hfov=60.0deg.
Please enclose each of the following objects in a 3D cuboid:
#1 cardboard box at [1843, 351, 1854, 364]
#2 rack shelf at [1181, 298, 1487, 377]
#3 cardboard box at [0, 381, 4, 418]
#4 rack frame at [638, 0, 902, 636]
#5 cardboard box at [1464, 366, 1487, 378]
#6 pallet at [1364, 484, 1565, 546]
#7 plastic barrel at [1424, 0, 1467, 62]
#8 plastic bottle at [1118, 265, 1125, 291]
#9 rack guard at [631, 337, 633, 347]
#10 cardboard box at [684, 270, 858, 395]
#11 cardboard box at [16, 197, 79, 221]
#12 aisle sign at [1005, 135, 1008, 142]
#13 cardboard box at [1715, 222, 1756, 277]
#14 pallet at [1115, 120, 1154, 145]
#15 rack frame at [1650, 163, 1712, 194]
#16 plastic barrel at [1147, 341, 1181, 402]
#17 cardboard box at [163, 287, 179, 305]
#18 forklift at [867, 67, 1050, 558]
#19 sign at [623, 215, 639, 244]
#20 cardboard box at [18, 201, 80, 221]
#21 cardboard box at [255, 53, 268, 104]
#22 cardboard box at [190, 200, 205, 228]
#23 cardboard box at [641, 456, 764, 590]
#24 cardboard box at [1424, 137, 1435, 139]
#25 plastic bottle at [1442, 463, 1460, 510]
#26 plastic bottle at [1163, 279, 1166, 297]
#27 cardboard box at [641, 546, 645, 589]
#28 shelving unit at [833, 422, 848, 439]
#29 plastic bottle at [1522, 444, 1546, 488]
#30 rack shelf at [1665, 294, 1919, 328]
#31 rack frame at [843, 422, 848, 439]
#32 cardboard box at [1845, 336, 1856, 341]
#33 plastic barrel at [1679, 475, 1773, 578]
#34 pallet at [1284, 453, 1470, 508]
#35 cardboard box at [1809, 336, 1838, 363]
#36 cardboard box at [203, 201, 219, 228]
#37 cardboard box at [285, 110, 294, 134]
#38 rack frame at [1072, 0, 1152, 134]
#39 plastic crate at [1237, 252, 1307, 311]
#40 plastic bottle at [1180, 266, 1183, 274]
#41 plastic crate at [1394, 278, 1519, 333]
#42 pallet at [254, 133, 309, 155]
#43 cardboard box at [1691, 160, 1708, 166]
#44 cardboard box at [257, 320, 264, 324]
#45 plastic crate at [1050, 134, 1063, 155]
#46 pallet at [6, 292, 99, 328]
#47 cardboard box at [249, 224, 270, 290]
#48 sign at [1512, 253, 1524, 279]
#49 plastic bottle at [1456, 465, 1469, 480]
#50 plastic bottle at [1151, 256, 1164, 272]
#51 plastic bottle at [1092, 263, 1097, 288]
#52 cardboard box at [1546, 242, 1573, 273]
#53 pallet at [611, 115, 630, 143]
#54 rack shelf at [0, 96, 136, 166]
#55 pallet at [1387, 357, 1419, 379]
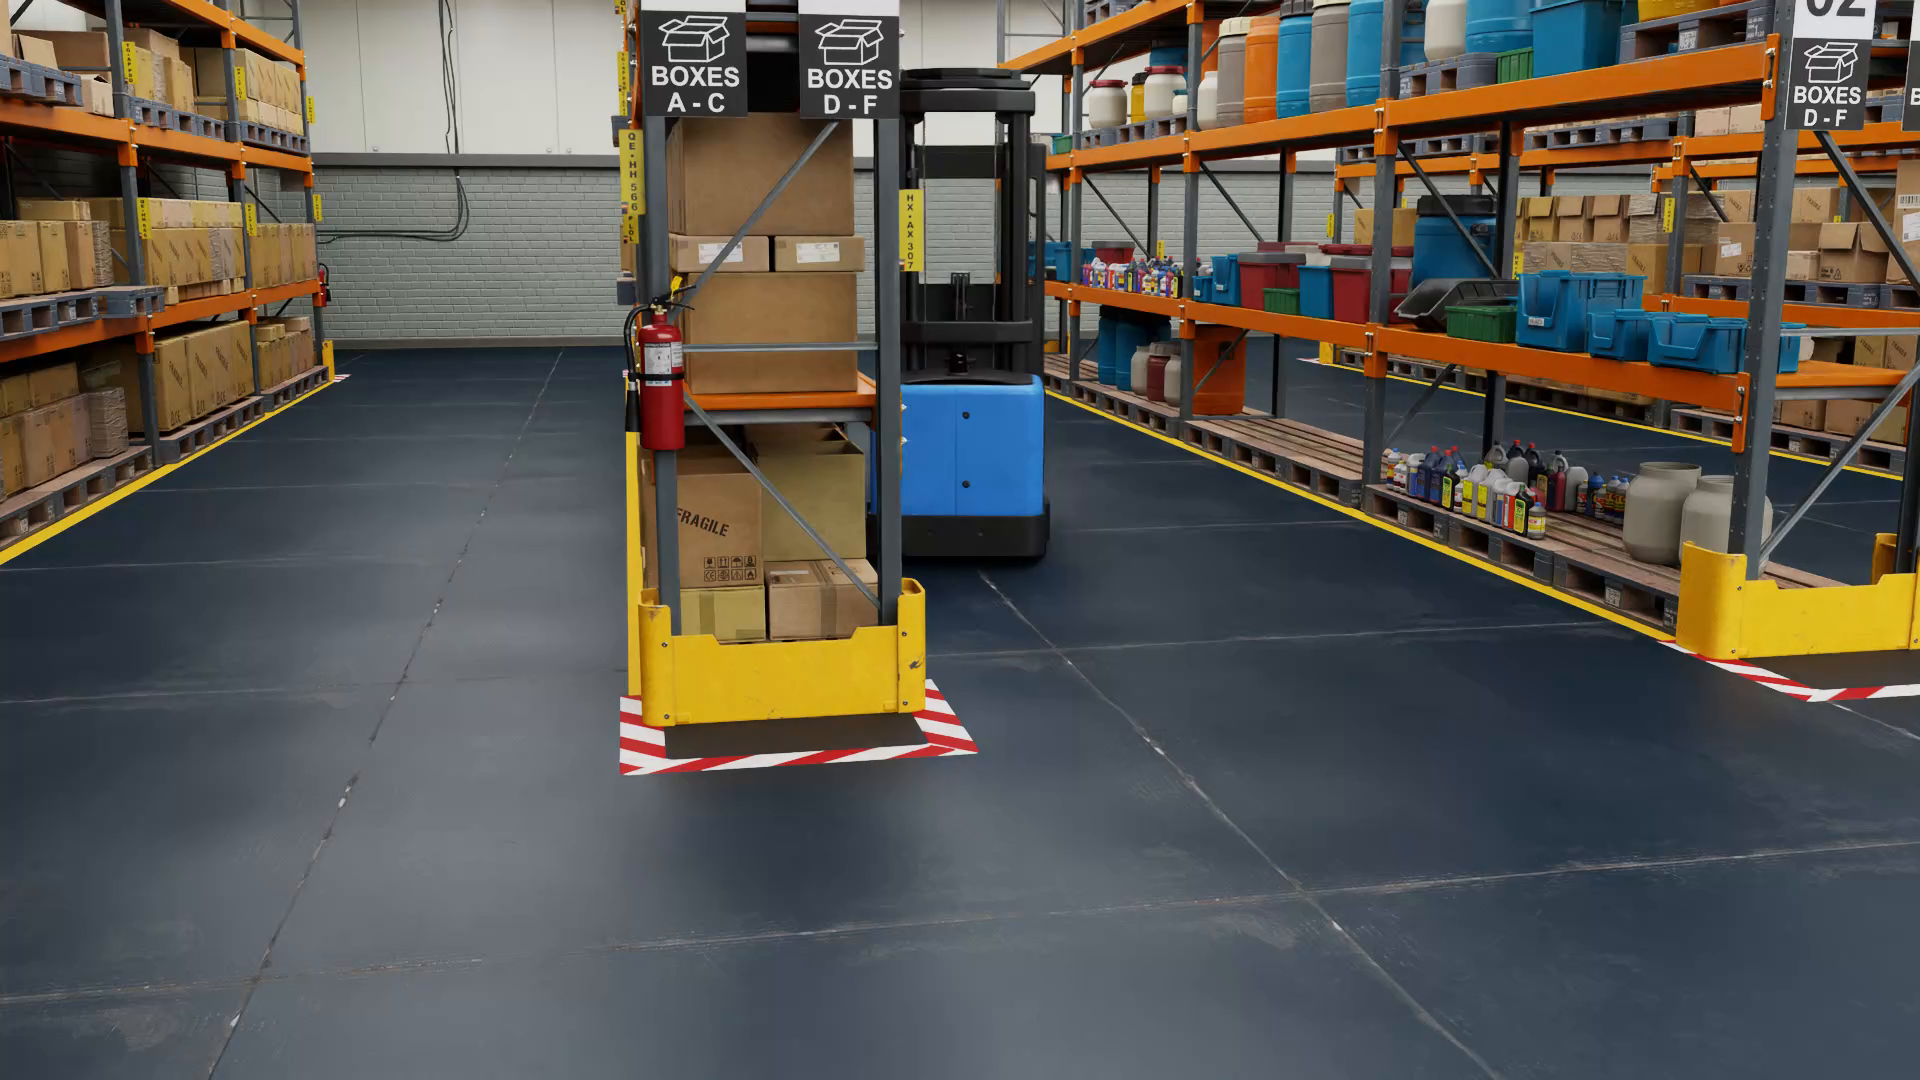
[{"bbox_3d":[11.768,-2.380,21.680,0.380,0.149,0.250,-3,11,-13],"label":"cardboard box"},{"bbox_3d":[2.947,-1.700,13.529,1.077,0.370,4.000,-2,11,-11],"label":"rack shelf"},{"bbox_3d":[-6.630,-0.898,10.894,0.500,0.250,0.500,-2,11,-12],"label":"cardboard box"},{"bbox_3d":[-0.745,-0.773,6.738,1.000,3.000,0.127,-2,11,-11],"label":"rack frame"},{"bbox_3d":[6.783,-2.380,19.737,1.225,0.875,0.875,-2,11,-11],"label":"cardboard box"},{"bbox_3d":[3.426,-0.192,11.140,1.003,0.211,1.213,-2,11,-11],"label":"pallet"},{"bbox_3d":[3.227,-3.335,10.752,0.421,0.512,0.421,0,11,0],"label":"plastic barrel"},{"bbox_3d":[1.717,-2.757,17.504,0.097,0.271,0.097,0,11,0],"label":"plastic bottle"},{"bbox_3d":[-3.843,-2.466,22.316,1.175,0.500,0.348,-2,11,-11],"label":"rack guard"},{"bbox_3d":[-0.824,-0.909,7.181,0.700,0.500,0.500,-2,11,-11],"label":"cardboard box"},{"bbox_3d":[-7.502,-2.707,13.775,0.500,0.250,0.500,-2,11,-9],"label":"cardboard box"},{"bbox_3d":[0.697,-5.167,22.868,0.394,0.787,0.004,-2,11,-11],"label":"aisle sign"},{"bbox_3d":[7.561,-2.758,15.774,0.500,0.500,0.500,-4,11,-18],"label":"cardboard box"},{"bbox_3d":[2.252,-4.186,17.152,1.003,0.211,1.213,-2,11,-11],"label":"pallet"},{"bbox_3d":[10.745,-4.229,24.895,1.000,3.000,0.127,-2,11,-11],"label":"rack frame"},{"bbox_3d":[2.227,-1.738,17.132,0.600,0.588,0.708,-2,11,-11],"label":"plastic barrel"},{"bbox_3d":[-7.006,-2.113,14.396,0.380,0.149,0.250,-2,11,-9],"label":"cardboard box"},{"bbox_3d":[0.012,-1.557,11.040,1.130,2.935,3.031,0,11,1],"label":"forklift"},{"bbox_3d":[-2.054,-2.015,10.378,0.100,0.325,0.005,-2,11,-11],"label":"sign"},{"bbox_3d":[-6.986,-2.523,12.751,0.380,0.149,0.250,-4,12,-21],"label":"cardboard box"},{"bbox_3d":[-7.907,-5.052,18.200,0.500,0.500,0.500,-2,11,-12],"label":"cardboard box"},{"bbox_3d":[-7.307,-3.009,15.363,0.500,0.250,0.500,-2,11,-12],"label":"cardboard box"},{"bbox_3d":[-1.142,-0.085,7.345,0.500,0.500,0.500,-2,11,-11],"label":"cardboard box"},{"bbox_3d":[6.327,-5.352,21.113,0.700,0.500,0.500,-2,11,-8],"label":"cardboard box"},{"bbox_3d":[3.114,-0.339,10.542,0.061,0.283,0.133,-2,11,-8],"label":"plastic bottle"},{"bbox_3d":[2.011,-2.445,16.053,0.097,0.201,0.097,0,11,0],"label":"plastic bottle"},{"bbox_3d":[-1.348,0.101,8.377,0.500,0.250,0.500,-2,11,-11],"label":"cardboard box"},{"bbox_3d":[-0.778,-0.495,10.029,0.189,1.200,0.258,-1,-11,-9],"label":"shelving unit"},{"bbox_3d":[3.781,-0.458,10.991,0.144,0.351,0.185,-3,11,-14],"label":"plastic bottle"},{"bbox_3d":[7.805,-1.880,14.476,1.077,0.370,4.000,-2,11,-11],"label":"rack shelf"},{"bbox_3d":[-0.687,-0.496,10.043,0.006,1.200,0.240,-1,-11,-9],"label":"rack frame"},{"bbox_3d":[11.660,-2.664,21.584,0.380,0.149,0.250,-2,11,-9],"label":"cardboard box"},{"bbox_3d":[3.911,-0.055,8.493,0.421,0.512,0.421,0,11,0],"label":"plastic barrel"},{"bbox_3d":[3.145,-0.459,12.545,1.003,0.211,1.213,-2,11,-11],"label":"pallet"},{"bbox_3d":[7.689,-1.738,15.309,0.500,0.250,0.500,-1,11,-5],"label":"cardboard box"},{"bbox_3d":[-7.407,-3.103,15.854,0.500,0.250,0.500,-2,11,-10],"label":"cardboard box"},{"bbox_3d":[-8.211,-4.962,19.734,0.500,0.250,0.500,-3,11,-13],"label":"cardboard box"},{"bbox_3d":[1.780,-6.101,18.683,1.000,3.000,0.127,-2,11,-11],"label":"rack frame"},{"bbox_3d":[2.572,-2.144,13.768,0.402,0.464,0.583,-2,11,-11],"label":"plastic crate"},{"bbox_3d":[2.414,-2.806,17.746,0.152,0.276,0.135,-2,11,-11],"label":"plastic bottle"},{"bbox_3d":[3.313,-1.555,11.012,0.767,0.338,0.504,-2,11,-11],"label":"plastic crate"},{"bbox_3d":[-8.561,-4.821,20.220,1.003,0.211,1.213,-2,11,-11],"label":"pallet"},{"bbox_3d":[10.680,-5.441,23.639,0.500,0.250,0.500,-2,11,-9],"label":"cardboard box"},{"bbox_3d":[-8.504,-2.530,19.792,0.380,0.149,0.250,-2,11,-10],"label":"cardboard box"},{"bbox_3d":[1.290,-4.700,19.795,0.416,0.233,0.300,-2,11,-11],"label":"plastic crate"},{"bbox_3d":[-6.735,-1.604,11.615,1.003,0.211,1.213,-2,11,-11],"label":"pallet"},{"bbox_3d":[-8.027,-3.041,17.849,0.980,0.700,0.700,-2,11,-10],"label":"cardboard box"},{"bbox_3d":[3.878,-1.840,11.603,0.100,0.325,0.005,-2,11,-11],"label":"sign"},{"bbox_3d":[3.188,-0.339,10.575,0.097,0.271,0.097,0,11,0],"label":"plastic bottle"},{"bbox_3d":[2.174,-2.934,18.219,0.144,0.351,0.185,-2,11,-11],"label":"plastic bottle"},{"bbox_3d":[1.518,-2.945,18.491,0.097,0.271,0.097,0,11,0],"label":"plastic bottle"},{"bbox_3d":[6.784,-3.011,18.226,0.500,0.500,0.500,-2,11,-10],"label":"cardboard box"},{"bbox_3d":[-2.817,-4.043,16.397,1.213,0.211,1.003,-2,11,-11],"label":"pallet"},{"bbox_3d":[-6.771,-2.813,11.356,1.077,0.370,4.000,-2,11,-11],"label":"rack shelf"},{"bbox_3d":[6.327,-2.331,22.376,1.003,0.211,1.213,-2,11,-11],"label":"pallet"}]
